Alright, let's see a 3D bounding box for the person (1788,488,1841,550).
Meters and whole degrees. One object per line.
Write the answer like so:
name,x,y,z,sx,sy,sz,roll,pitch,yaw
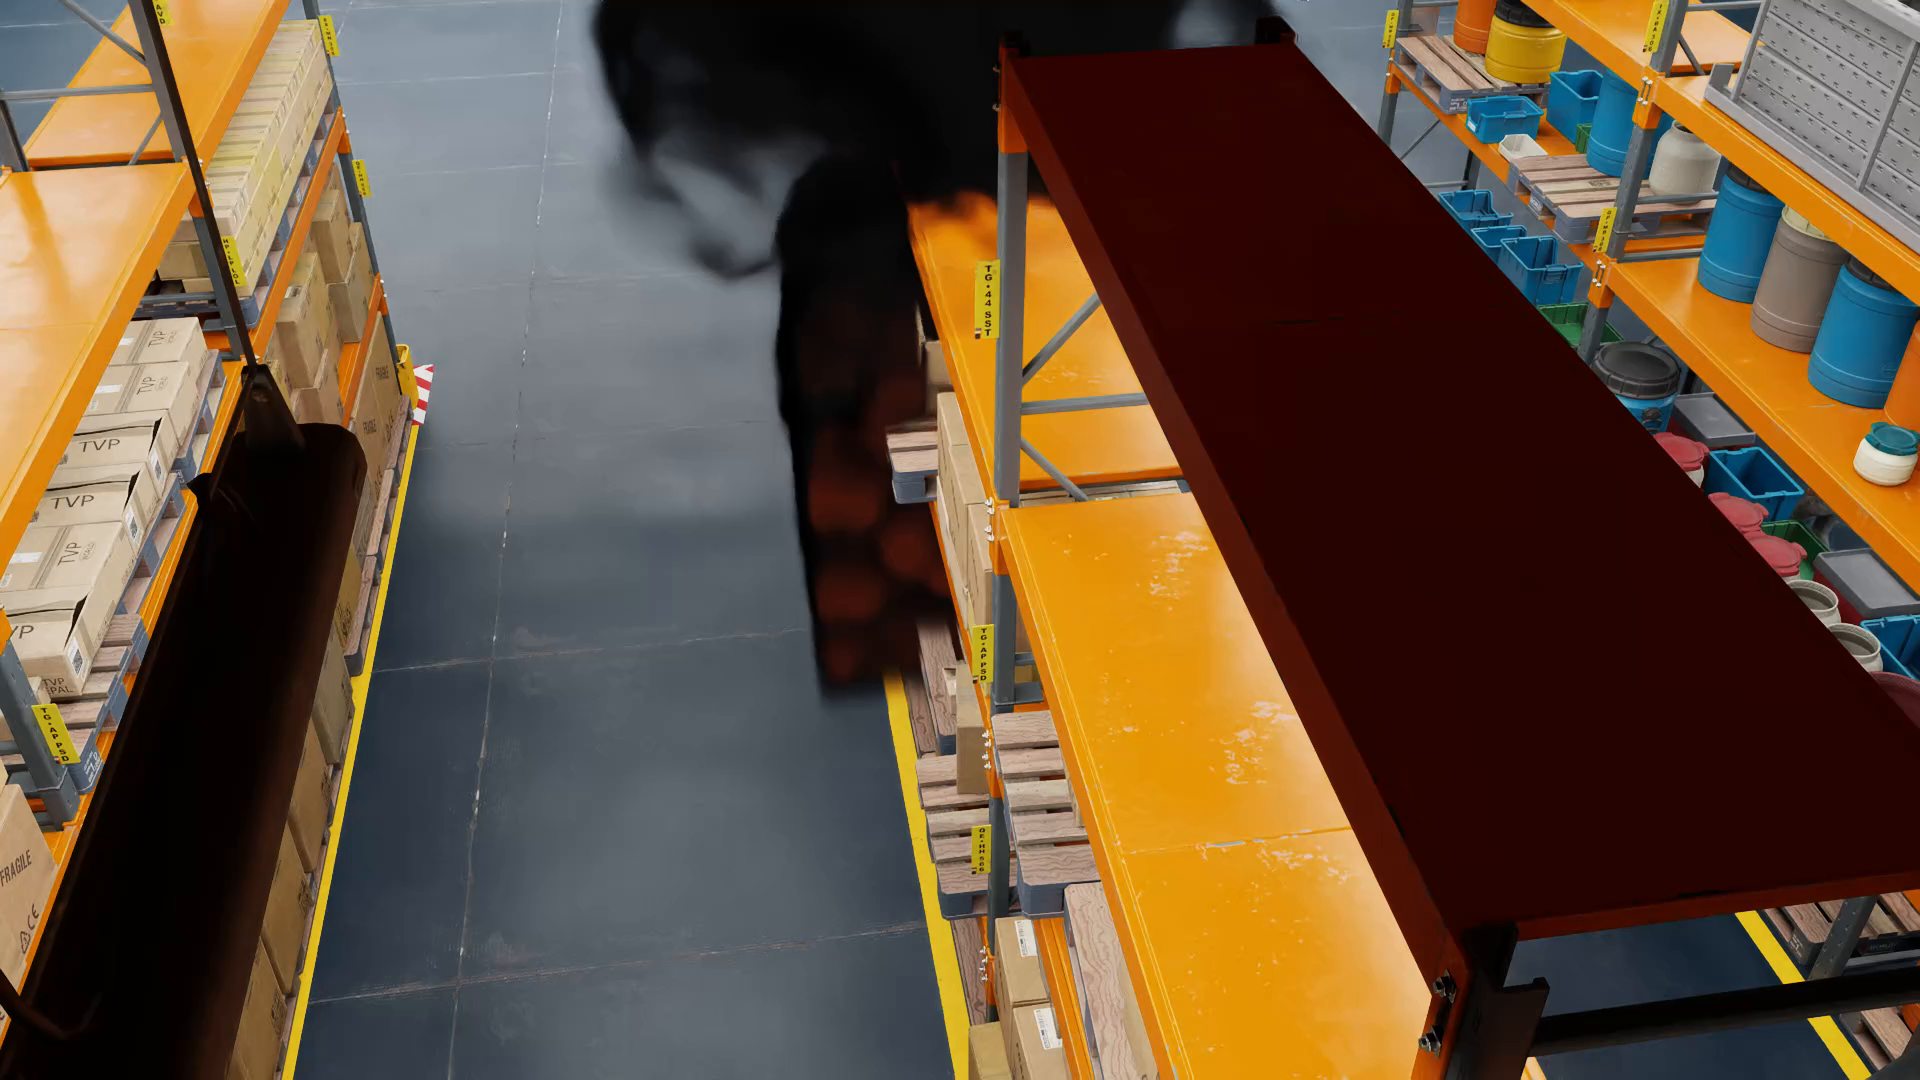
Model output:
person,6.536,-0.330,12.563,0.521,1.561,0.570,-7,37,-10
